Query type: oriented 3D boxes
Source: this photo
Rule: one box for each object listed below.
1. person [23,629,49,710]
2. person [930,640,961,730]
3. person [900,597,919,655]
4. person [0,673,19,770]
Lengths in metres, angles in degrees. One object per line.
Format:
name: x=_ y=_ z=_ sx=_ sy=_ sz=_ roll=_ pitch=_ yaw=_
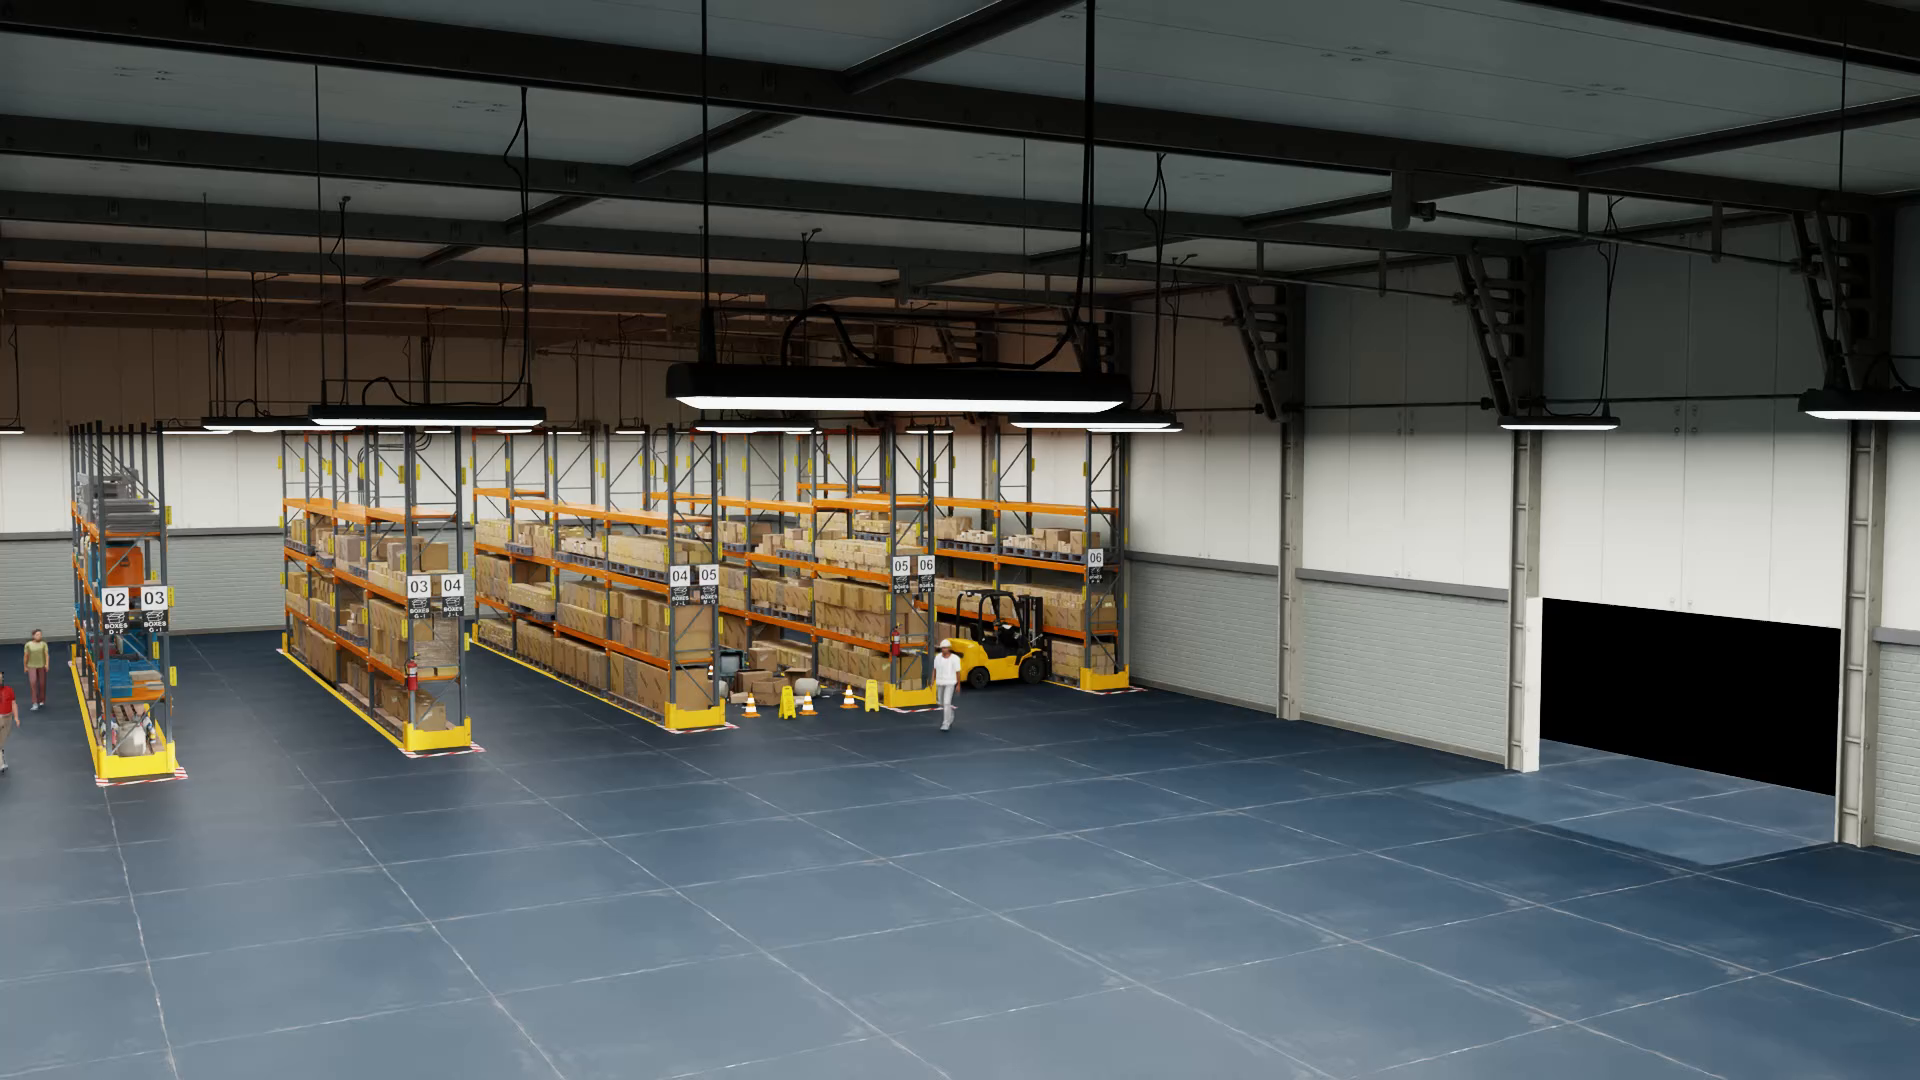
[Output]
person: x=-19.518 y=2.730 z=35.205 sx=0.472 sy=1.667 sz=0.745 roll=-3 pitch=4 yaw=-37
person: x=-0.251 y=2.829 z=32.720 sx=0.567 sy=1.747 sz=0.871 roll=2 pitch=4 yaw=34
person: x=-1.215 y=2.184 z=39.969 sx=0.589 sy=1.697 sz=0.642 roll=-3 pitch=4 yaw=-35
person: x=-16.449 y=3.099 z=28.510 sx=1.081 sy=1.667 sz=0.571 roll=2 pitch=4 yaw=31
